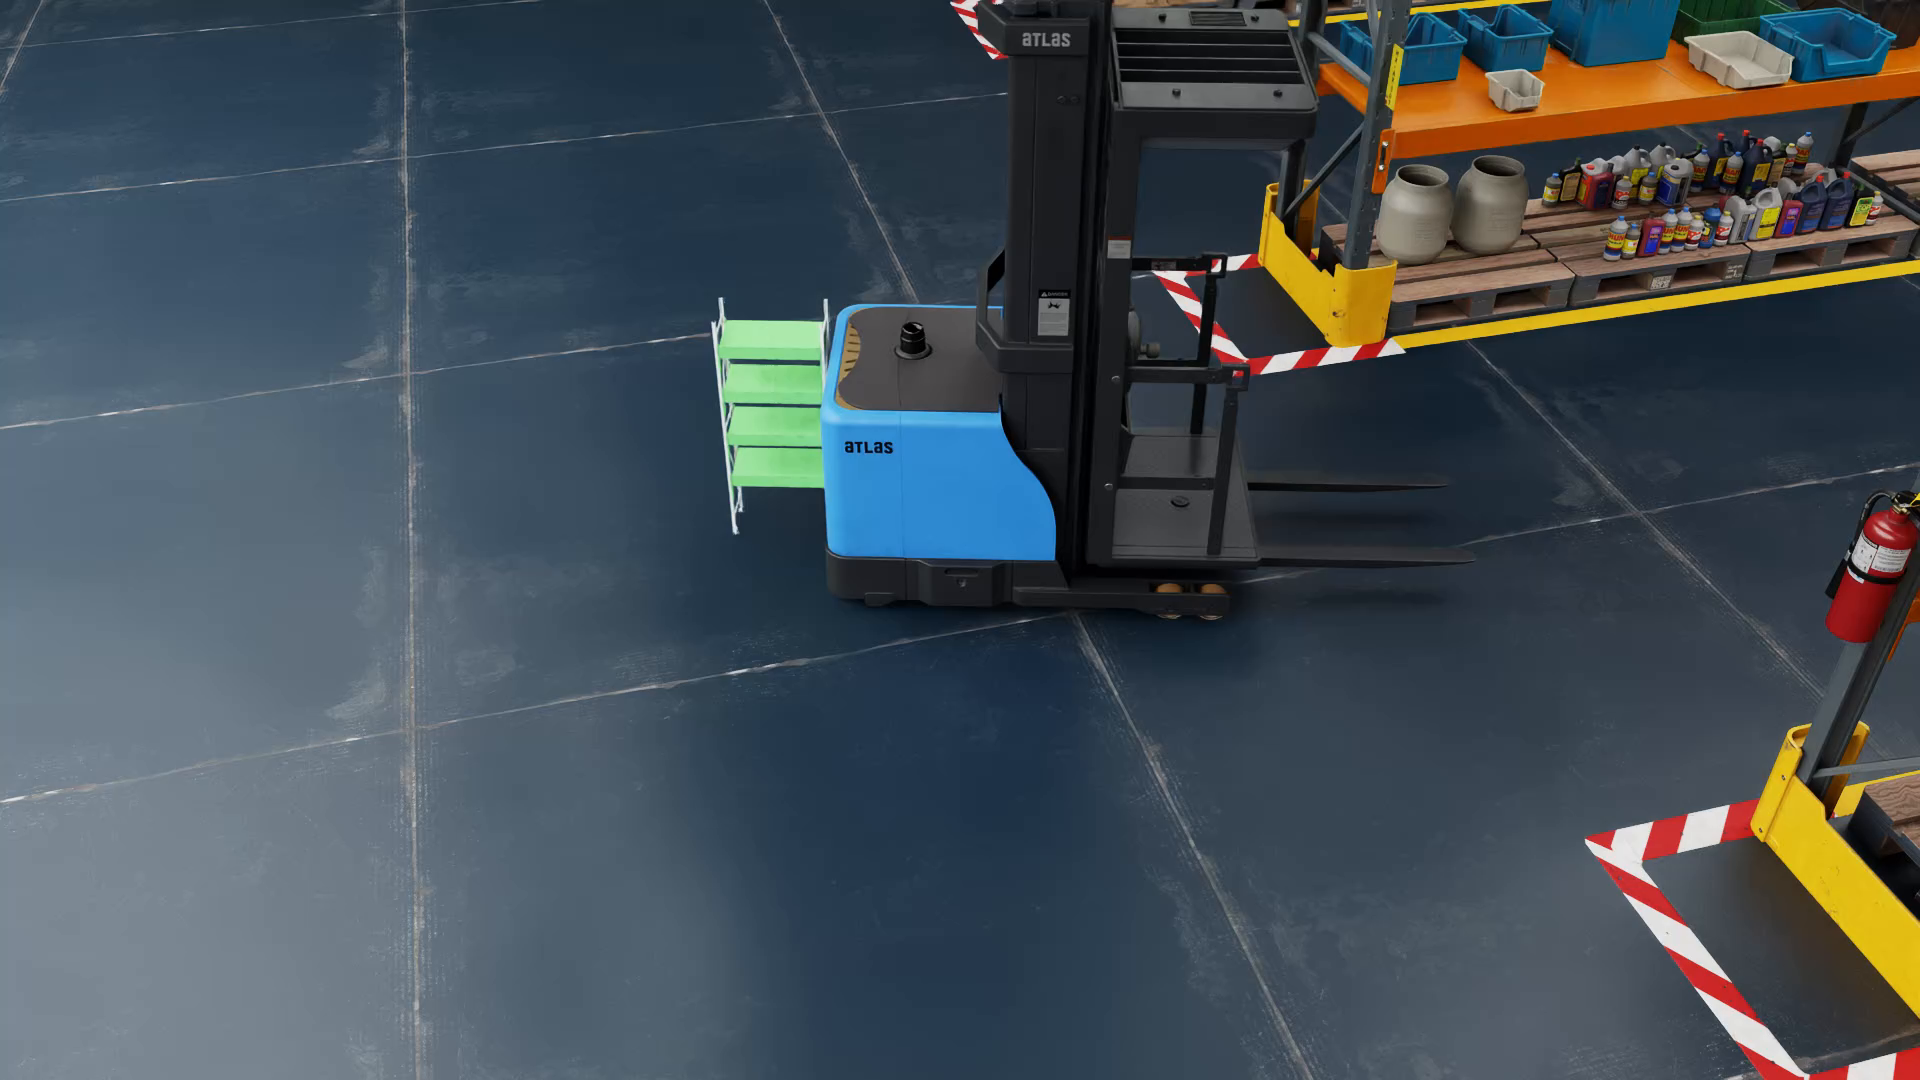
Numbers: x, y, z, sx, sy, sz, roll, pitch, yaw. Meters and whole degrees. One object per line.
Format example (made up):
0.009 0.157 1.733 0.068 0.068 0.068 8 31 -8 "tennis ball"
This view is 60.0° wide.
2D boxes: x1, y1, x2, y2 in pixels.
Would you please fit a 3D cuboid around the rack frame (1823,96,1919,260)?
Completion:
5.992 -3.267 10.031 0.127 3.000 1.000 -9 38 -12 "rack frame"

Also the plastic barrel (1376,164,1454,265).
2.746 -1.961 10.026 0.421 0.512 0.421 0 37 0 "plastic barrel"

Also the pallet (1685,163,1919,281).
5.333 -2.077 10.771 1.213 0.211 1.003 -9 38 -12 "pallet"

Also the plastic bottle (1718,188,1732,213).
4.762 -2.049 10.313 0.133 0.283 0.061 -9 38 -12 "plastic bottle"

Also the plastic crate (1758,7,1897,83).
4.995 -2.873 9.639 0.616 0.251 0.499 -9 38 -12 "plastic crate"

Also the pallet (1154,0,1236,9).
1.570 -4.578 14.039 1.213 0.211 1.003 -9 38 -12 "pallet"

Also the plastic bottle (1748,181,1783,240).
4.949 -2.037 10.241 0.185 0.351 0.144 -10 38 -12 "plastic bottle"

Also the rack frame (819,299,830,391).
-0.626 -0.568 7.984 0.015 1.200 0.240 1 37 1 "rack frame"

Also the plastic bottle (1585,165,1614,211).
4.068 -2.239 10.561 0.133 0.283 0.061 -9 38 -12 "plastic bottle"

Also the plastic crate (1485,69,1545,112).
3.078 -2.482 9.222 0.250 0.136 0.298 -9 38 -12 "plastic crate"

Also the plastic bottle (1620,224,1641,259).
4.062 -1.817 10.077 0.097 0.201 0.097 0 37 0 "plastic bottle"

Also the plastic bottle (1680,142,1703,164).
4.752 -2.447 10.833 0.133 0.283 0.061 -8 38 -10 "plastic bottle"

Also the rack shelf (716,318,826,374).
-0.870 -0.903 7.737 0.480 0.148 0.258 1 37 1 "rack shelf"

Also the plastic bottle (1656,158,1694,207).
4.575 -2.295 10.641 0.135 0.276 0.152 -9 38 -12 "plastic bottle"

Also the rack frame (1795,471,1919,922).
3.422 0.272 5.405 0.127 3.000 1.000 -9 38 -12 "rack frame"

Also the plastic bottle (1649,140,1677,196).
4.512 -2.408 10.726 0.185 0.351 0.144 -10 38 -12 "plastic bottle"

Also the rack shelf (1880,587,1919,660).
5.353 0.241 6.038 4.000 0.370 1.077 -9 38 -12 "rack shelf"

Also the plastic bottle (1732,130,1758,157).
5.105 -2.505 10.853 0.185 0.351 0.144 -8 38 -11 "plastic bottle"

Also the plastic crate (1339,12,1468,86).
2.536 -2.829 9.581 0.616 0.251 0.499 -9 38 -12 "plastic crate"

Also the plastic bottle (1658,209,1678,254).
4.293 -1.883 10.106 0.097 0.271 0.097 0 37 0 "plastic bottle"

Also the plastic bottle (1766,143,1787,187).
5.294 -2.440 10.824 0.133 0.283 0.061 -9 38 -12 "plastic bottle"

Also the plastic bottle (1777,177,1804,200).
5.198 -2.141 10.439 0.135 0.276 0.152 -9 38 -12 "plastic bottle"

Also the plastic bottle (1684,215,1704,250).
4.485 -1.887 10.168 0.097 0.201 0.097 0 37 0 "plastic bottle"

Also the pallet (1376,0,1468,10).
3.926 -4.964 14.545 1.213 0.211 1.003 -9 38 -12 "pallet"

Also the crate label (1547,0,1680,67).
3.837 -3.097 9.781 0.616 0.435 0.502 -9 38 -12 "crate label"

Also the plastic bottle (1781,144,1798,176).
5.472 -2.521 10.997 0.097 0.201 0.097 0 37 0 "plastic bottle"

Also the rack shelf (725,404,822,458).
-0.870 -0.522 8.029 0.480 0.148 0.258 1 37 1 "rack shelf"

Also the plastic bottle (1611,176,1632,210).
4.224 -2.220 10.604 0.097 0.201 0.097 0 37 0 "plastic bottle"

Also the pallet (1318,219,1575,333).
2.977 -1.691 10.266 1.213 0.211 1.003 -9 38 -12 "pallet"

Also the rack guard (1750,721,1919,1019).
3.495 1.253 6.180 0.348 0.500 1.175 -9 38 -12 "rack guard"

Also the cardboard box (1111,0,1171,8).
1.419 -4.568 13.650 0.500 0.250 0.500 -9 38 -12 "cardboard box"

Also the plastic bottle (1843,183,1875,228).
5.614 -2.093 10.370 0.133 0.283 0.061 -7 38 -10 "plastic bottle"

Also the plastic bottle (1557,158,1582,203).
3.897 -2.306 10.649 0.133 0.283 0.061 -8 38 -11 "plastic bottle"

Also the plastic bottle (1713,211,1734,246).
4.684 -1.919 10.211 0.097 0.201 0.097 0 37 0 "plastic bottle"

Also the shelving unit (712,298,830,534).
-0.870 -0.573 7.990 0.503 1.200 0.258 1 37 1 "shelving unit"

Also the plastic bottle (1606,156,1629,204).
4.174 -2.320 10.673 0.135 0.276 0.152 -10 39 -13 "plastic bottle"

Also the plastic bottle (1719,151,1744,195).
4.996 -2.380 10.755 0.097 0.271 0.097 0 37 0 "plastic bottle"

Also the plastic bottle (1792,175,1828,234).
5.260 -2.088 10.308 0.185 0.351 0.144 -11 39 -14 "plastic bottle"

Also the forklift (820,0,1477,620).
0.904 -1.124 7.286 3.031 2.935 1.130 1 37 1 "forklift"
